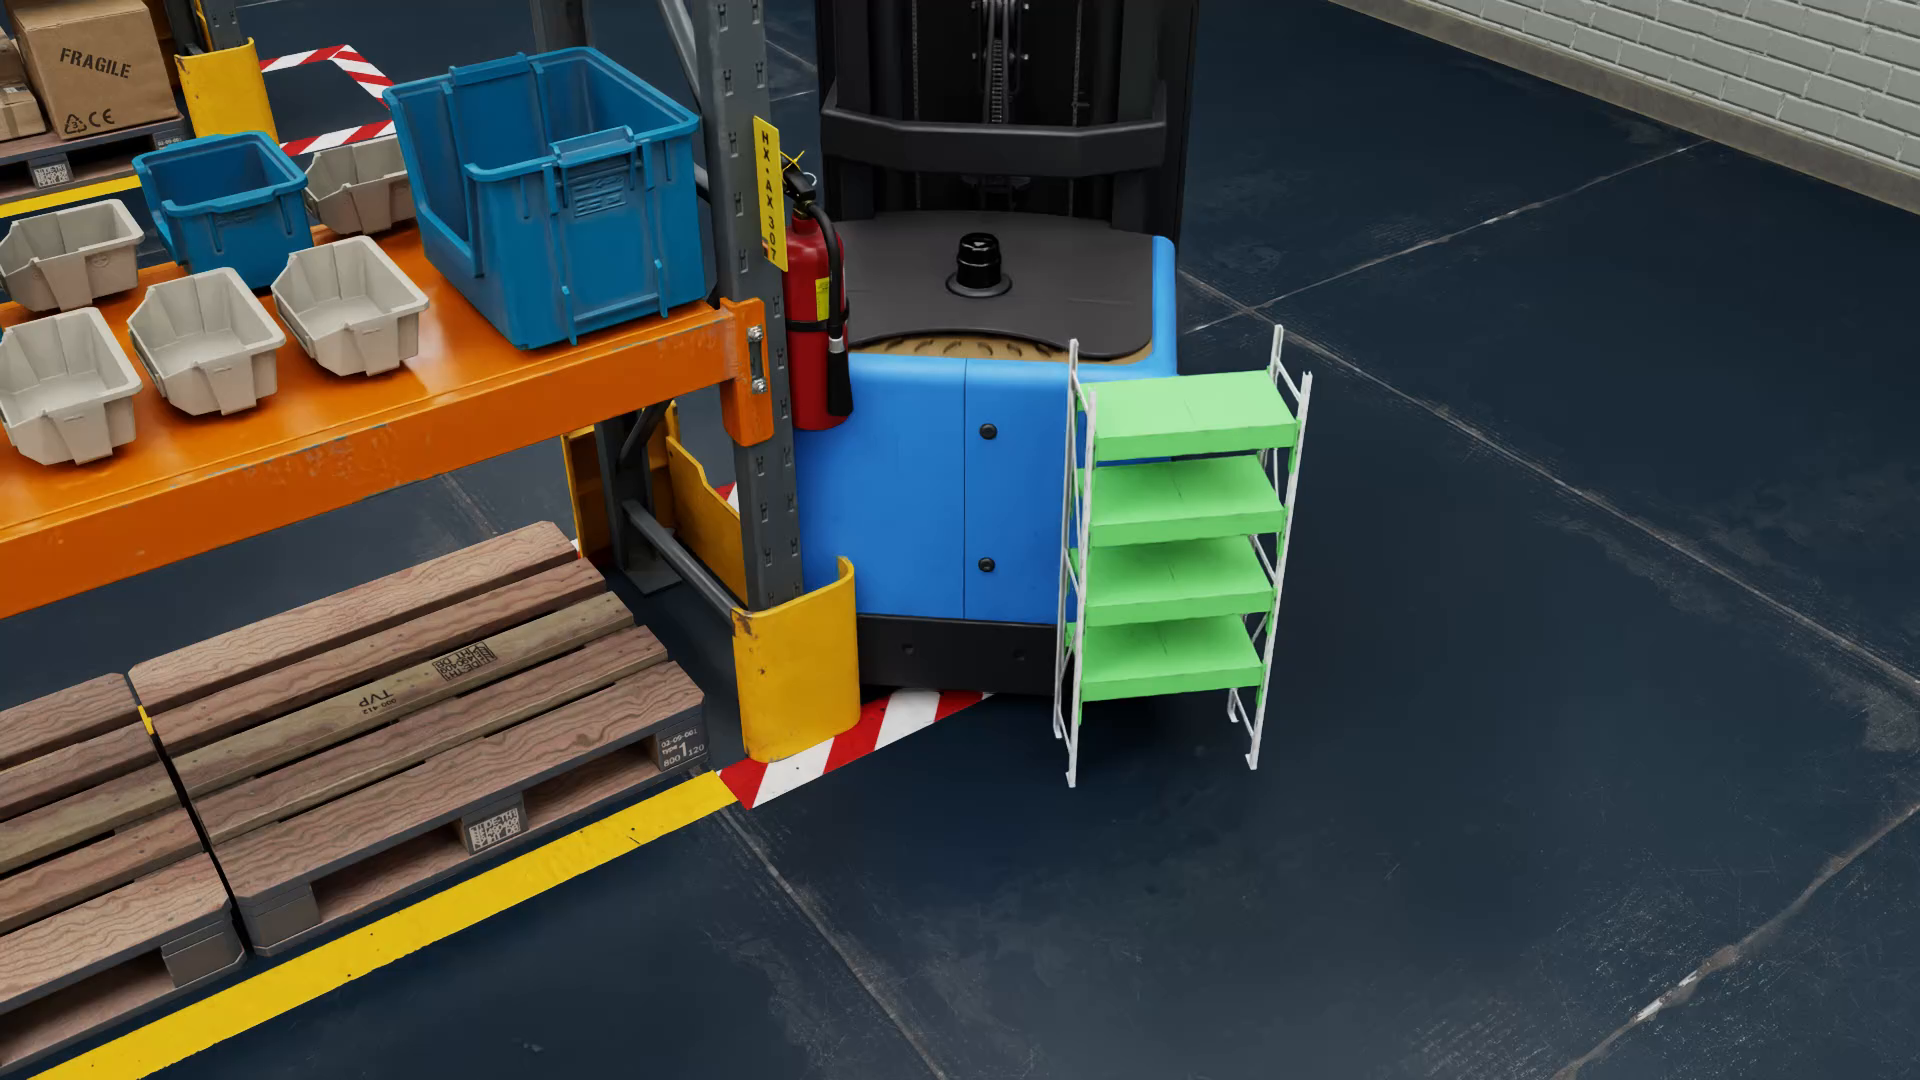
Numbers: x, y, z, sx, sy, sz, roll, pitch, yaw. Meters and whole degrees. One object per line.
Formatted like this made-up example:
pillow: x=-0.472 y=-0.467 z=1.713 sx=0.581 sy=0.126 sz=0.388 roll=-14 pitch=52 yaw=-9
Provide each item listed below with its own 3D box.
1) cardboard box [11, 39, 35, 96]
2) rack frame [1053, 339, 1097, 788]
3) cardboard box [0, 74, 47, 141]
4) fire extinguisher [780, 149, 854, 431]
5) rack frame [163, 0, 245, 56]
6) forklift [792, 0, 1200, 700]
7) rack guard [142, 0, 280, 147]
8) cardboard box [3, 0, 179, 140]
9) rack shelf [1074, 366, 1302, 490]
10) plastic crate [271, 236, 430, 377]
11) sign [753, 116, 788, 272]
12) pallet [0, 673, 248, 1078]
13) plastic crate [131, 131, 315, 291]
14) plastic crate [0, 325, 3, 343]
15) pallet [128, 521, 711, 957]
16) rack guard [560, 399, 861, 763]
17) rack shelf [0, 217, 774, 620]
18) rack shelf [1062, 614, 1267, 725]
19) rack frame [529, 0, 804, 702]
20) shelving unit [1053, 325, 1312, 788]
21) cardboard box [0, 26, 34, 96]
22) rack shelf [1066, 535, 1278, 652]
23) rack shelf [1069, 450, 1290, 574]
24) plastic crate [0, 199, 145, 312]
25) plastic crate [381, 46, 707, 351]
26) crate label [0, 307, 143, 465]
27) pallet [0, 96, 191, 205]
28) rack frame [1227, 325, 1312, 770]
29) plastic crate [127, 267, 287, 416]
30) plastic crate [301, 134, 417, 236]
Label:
cardboard box: x=-4.331 y=-2.264 z=7.879 sx=0.250 sy=0.166 sz=0.380 roll=-22 pitch=41 yaw=-28
rack frame: x=0.278 y=0.092 z=4.094 sx=0.015 sy=1.200 sz=0.240 roll=-5 pitch=36 yaw=-6
cardboard box: x=-4.272 y=-1.931 z=7.416 sx=0.250 sy=0.166 sz=0.380 roll=-22 pitch=41 yaw=-28
fire extinguisher: x=-0.351 y=-0.582 z=3.876 sx=0.183 sy=0.674 sz=0.296 roll=-22 pitch=41 yaw=-28
rack frame: x=-3.587 y=-3.297 z=7.264 sx=0.127 sy=3.000 sz=1.000 roll=-22 pitch=41 yaw=-28
forklift: x=0.155 y=-1.599 z=4.963 sx=1.130 sy=2.935 sz=3.031 roll=3 pitch=36 yaw=4
rack guard: x=-3.649 y=-2.256 z=7.959 sx=0.348 sy=0.500 sz=1.175 roll=-22 pitch=41 yaw=-28
cardboard box: x=-3.889 y=-2.160 z=7.448 sx=0.500 sy=0.500 sz=0.500 roll=-22 pitch=41 yaw=-28
rack shelf: x=0.519 y=-0.265 z=3.877 sx=0.480 sy=0.148 sz=0.258 roll=-5 pitch=36 yaw=-6
plastic crate: x=-1.299 y=-0.488 z=3.534 sx=0.243 sy=0.136 sz=0.396 roll=-22 pitch=41 yaw=-28
sign: x=-0.406 y=-0.740 z=3.571 sx=0.005 sy=0.325 sz=0.100 roll=-22 pitch=41 yaw=-28
pallet: x=-2.429 y=0.868 z=3.863 sx=1.213 sy=0.211 sz=1.003 roll=-22 pitch=41 yaw=-28
plastic crate: x=-1.666 y=-0.740 z=3.802 sx=0.300 sy=0.233 sz=0.416 roll=-22 pitch=41 yaw=-28
plastic crate: x=-2.204 y=-0.519 z=3.494 sx=0.300 sy=0.233 sz=0.416 roll=-22 pitch=41 yaw=-28
pallet: x=-1.433 y=0.460 z=4.430 sx=1.213 sy=0.211 sz=1.003 roll=-22 pitch=41 yaw=-28
rack guard: x=-0.724 y=0.069 z=4.725 sx=0.348 sy=0.500 sz=1.175 roll=-22 pitch=41 yaw=-28
rack shelf: x=-2.371 y=0.034 z=3.250 sx=4.000 sy=0.370 sz=1.077 roll=-22 pitch=41 yaw=-28
rack shelf: x=0.519 y=0.319 z=4.299 sx=0.480 sy=0.148 sz=0.258 roll=-5 pitch=36 yaw=-6
rack frame: x=-0.736 y=-0.931 z=3.976 sx=0.127 sy=3.000 sz=1.000 roll=-22 pitch=41 yaw=-28
shelving unit: x=0.519 y=0.072 z=4.121 sx=0.503 sy=1.200 sz=0.258 roll=-5 pitch=36 yaw=-6
cardboard box: x=-4.603 y=-2.143 z=7.639 sx=0.500 sy=0.250 sz=0.500 roll=-22 pitch=41 yaw=-28
rack shelf: x=0.519 y=0.124 z=4.159 sx=0.480 sy=0.148 sz=0.258 roll=-5 pitch=36 yaw=-6
rack shelf: x=0.519 y=-0.070 z=4.018 sx=0.480 sy=0.148 sz=0.258 roll=-5 pitch=36 yaw=-6
plastic crate: x=-1.992 y=-0.626 z=3.726 sx=0.298 sy=0.136 sz=0.250 roll=-22 pitch=41 yaw=-28
plastic crate: x=-0.902 y=-0.768 z=3.667 sx=0.499 sy=0.435 sz=0.616 roll=-22 pitch=41 yaw=-28
crate label: x=-1.757 y=-0.292 z=3.261 sx=0.243 sy=0.136 sz=0.396 roll=-22 pitch=41 yaw=-28
pallet: x=-4.300 y=-1.870 z=7.670 sx=1.213 sy=0.211 sz=1.003 roll=-22 pitch=41 yaw=-28
rack frame: x=0.761 y=0.053 z=4.149 sx=0.015 sy=1.200 sz=0.240 roll=-5 pitch=36 yaw=-6
plastic crate: x=-1.544 y=-0.397 z=3.408 sx=0.243 sy=0.136 sz=0.396 roll=-22 pitch=41 yaw=-28
plastic crate: x=-1.438 y=-0.854 z=4.043 sx=0.298 sy=0.136 sz=0.250 roll=-22 pitch=41 yaw=-28
